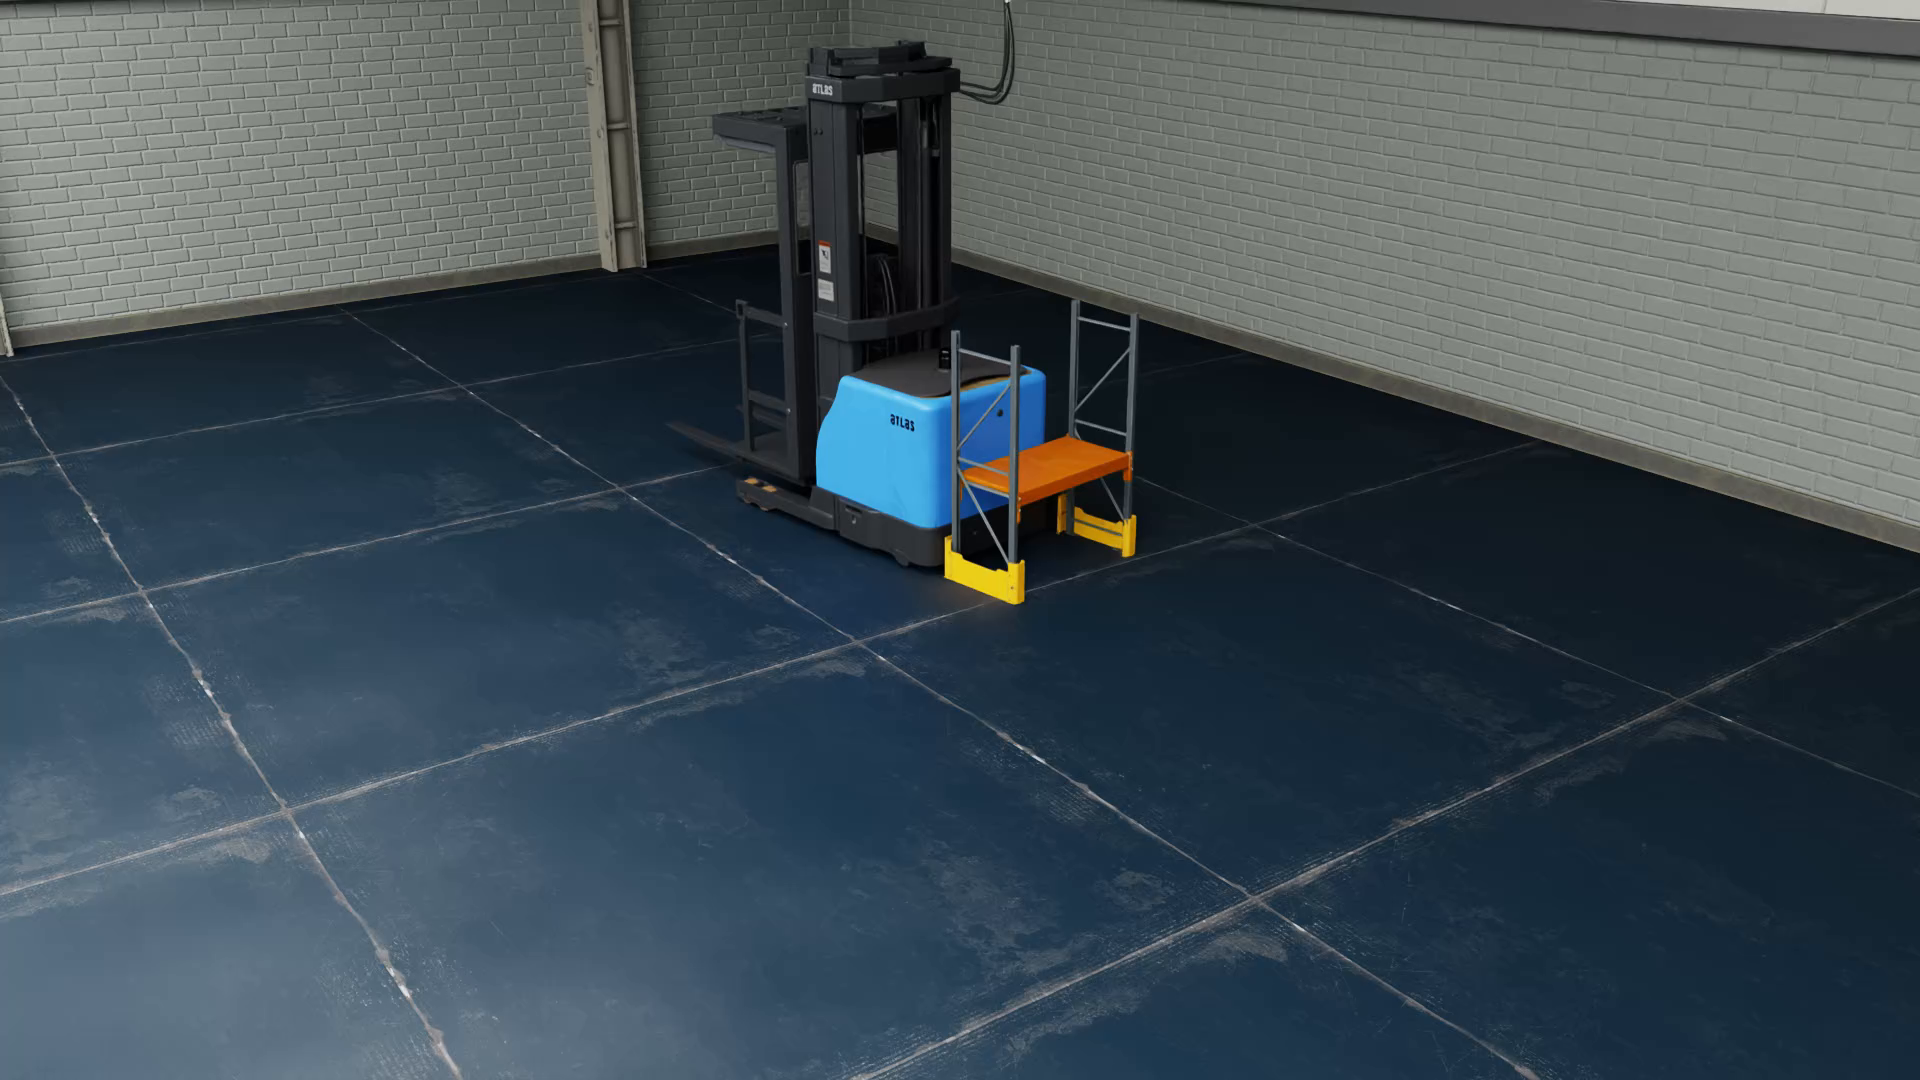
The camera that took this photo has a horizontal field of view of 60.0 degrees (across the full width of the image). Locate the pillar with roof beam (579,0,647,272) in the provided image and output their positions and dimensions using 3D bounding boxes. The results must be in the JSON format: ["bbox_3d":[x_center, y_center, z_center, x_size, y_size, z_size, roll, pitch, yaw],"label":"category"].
[{"bbox_3d":[-1.052,-5.784,12.749,0.400,9.000,9.100,-15,26,-33],"label":"pillar with roof beam"}]

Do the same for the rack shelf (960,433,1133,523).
[{"bbox_3d":[0.497,-0.377,9.802,0.538,0.185,1.000,20,29,41],"label":"rack shelf"}]

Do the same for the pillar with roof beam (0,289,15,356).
[{"bbox_3d":[-5.923,-4.485,9.495,0.400,9.000,9.100,-15,26,-33],"label":"pillar with roof beam"}]

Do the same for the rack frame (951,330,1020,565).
[{"bbox_3d":[0.138,-0.410,9.400,0.500,1.500,0.032,20,29,41],"label":"rack frame"}]

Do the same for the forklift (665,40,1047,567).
[{"bbox_3d":[-0.832,-1.663,10.610,1.130,2.935,3.031,-19,29,-39],"label":"forklift"}]

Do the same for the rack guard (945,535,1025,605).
[{"bbox_3d":[0.139,0.170,9.633,0.587,0.250,0.087,20,29,41],"label":"rack guard"}]

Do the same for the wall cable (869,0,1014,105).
[{"bbox_3d":[-0.403,-5.877,17.172,0.112,2.526,3.097,-15,26,-33],"label":"wall cable"}]

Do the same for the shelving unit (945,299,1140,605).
[{"bbox_3d":[0.490,-0.541,9.729,0.587,1.500,1.083,20,29,41],"label":"shelving unit"}]

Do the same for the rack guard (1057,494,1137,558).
[{"bbox_3d":[0.841,-0.092,10.289,0.587,0.250,0.087,20,29,41],"label":"rack guard"}]

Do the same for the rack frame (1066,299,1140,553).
[{"bbox_3d":[0.855,-0.677,10.070,0.500,1.500,0.032,20,29,41],"label":"rack frame"}]
